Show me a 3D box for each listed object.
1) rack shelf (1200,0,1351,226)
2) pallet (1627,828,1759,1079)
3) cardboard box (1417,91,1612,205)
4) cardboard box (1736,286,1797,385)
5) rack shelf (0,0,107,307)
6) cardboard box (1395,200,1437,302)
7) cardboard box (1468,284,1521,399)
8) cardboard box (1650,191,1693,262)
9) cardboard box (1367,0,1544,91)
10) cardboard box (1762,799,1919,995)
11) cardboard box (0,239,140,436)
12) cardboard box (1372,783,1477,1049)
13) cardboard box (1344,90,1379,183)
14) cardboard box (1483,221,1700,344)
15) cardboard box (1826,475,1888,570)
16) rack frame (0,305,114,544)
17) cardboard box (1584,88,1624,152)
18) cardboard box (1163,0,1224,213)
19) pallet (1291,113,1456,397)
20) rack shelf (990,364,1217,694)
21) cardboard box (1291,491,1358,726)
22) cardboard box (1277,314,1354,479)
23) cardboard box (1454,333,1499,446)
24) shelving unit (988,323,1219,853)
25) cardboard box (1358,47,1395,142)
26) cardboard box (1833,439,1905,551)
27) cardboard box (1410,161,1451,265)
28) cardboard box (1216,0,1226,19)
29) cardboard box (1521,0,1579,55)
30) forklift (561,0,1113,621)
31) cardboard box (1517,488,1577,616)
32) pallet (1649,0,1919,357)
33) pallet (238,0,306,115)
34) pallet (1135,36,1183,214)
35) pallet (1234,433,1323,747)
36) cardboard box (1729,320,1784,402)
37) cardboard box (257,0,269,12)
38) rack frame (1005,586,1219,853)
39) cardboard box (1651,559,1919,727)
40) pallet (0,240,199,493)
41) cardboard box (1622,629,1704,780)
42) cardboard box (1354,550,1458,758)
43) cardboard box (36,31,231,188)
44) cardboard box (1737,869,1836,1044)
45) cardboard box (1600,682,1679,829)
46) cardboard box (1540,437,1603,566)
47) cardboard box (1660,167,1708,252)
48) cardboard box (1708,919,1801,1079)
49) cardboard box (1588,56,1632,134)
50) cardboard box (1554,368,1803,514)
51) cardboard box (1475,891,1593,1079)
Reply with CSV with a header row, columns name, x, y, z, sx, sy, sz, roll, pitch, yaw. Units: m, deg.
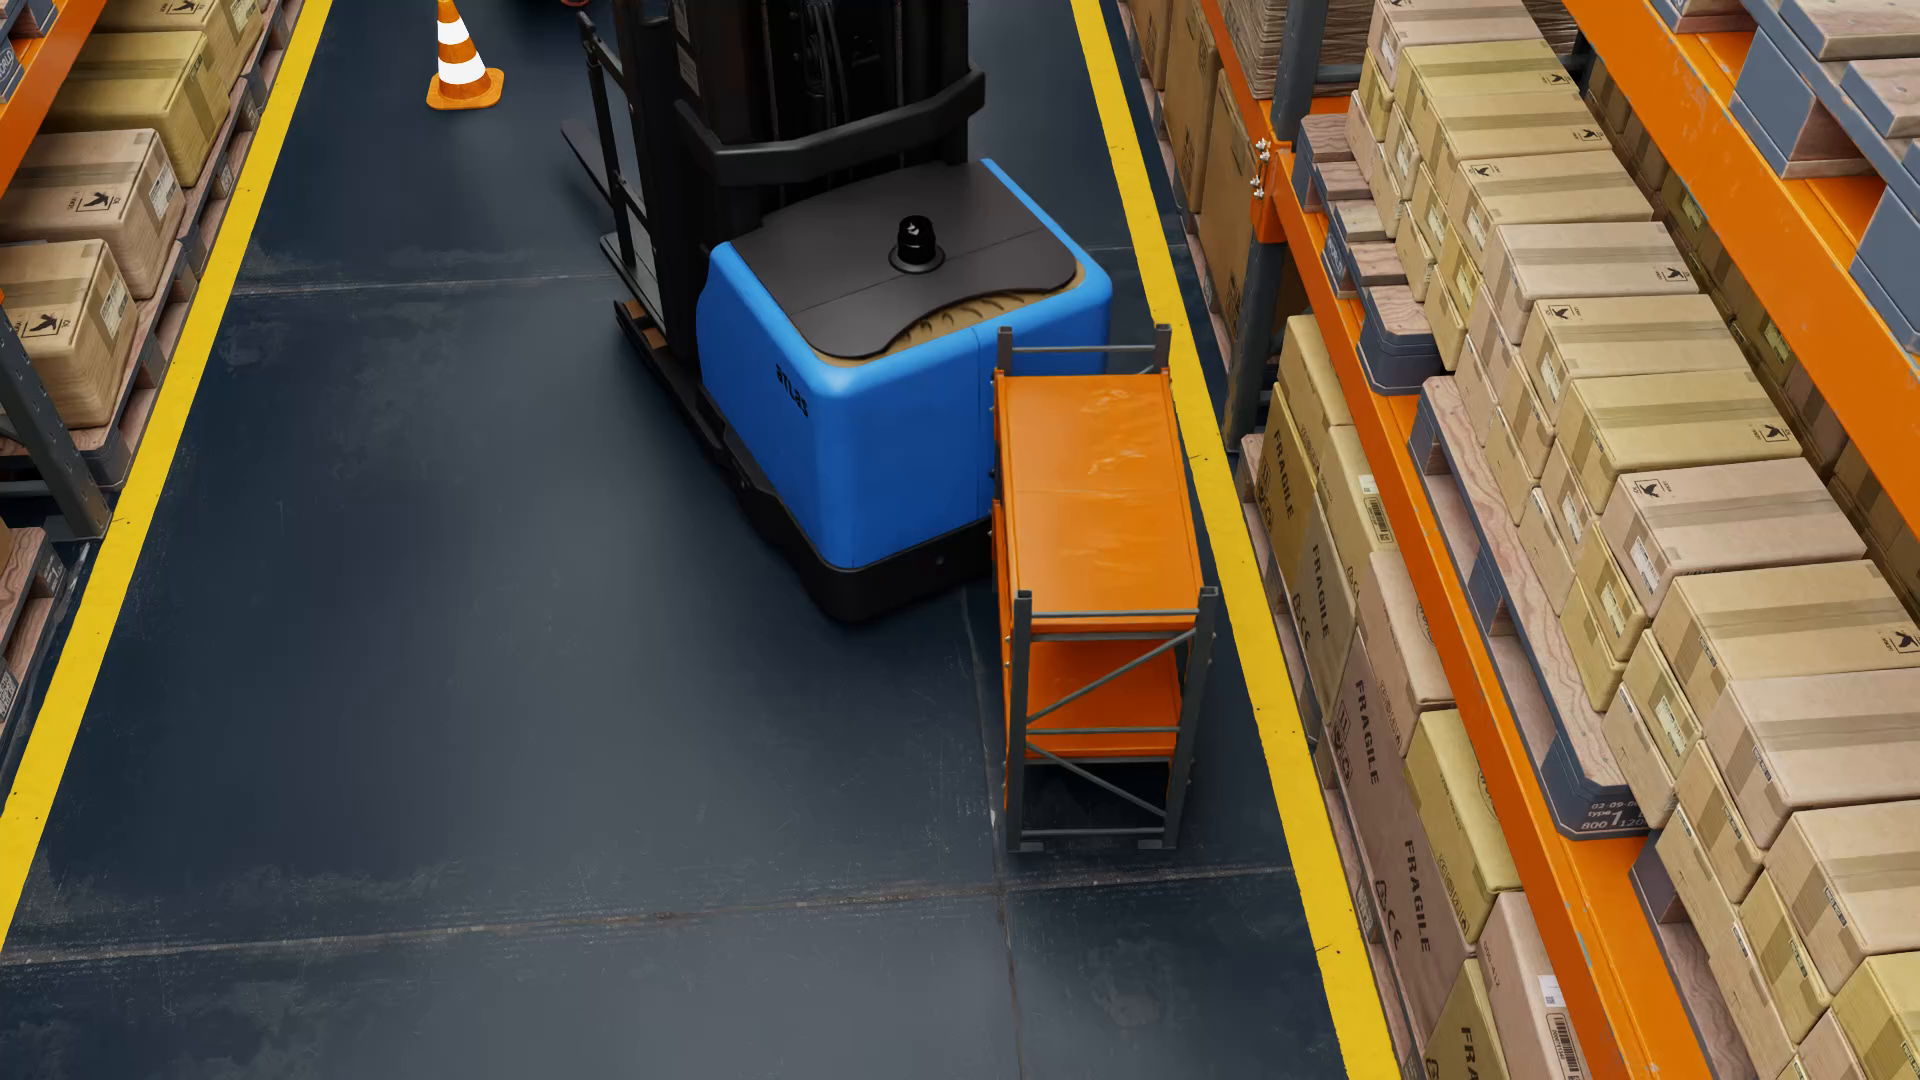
name,x,y,z,sx,sy,sz,roll,pitch,yaw
rack shelf,1.296,-2.616,6.657,1.077,0.370,4.000,-3,47,-3
pallet,1.880,0.982,2.886,1.003,0.211,1.213,-3,47,-3
cardboard box,1.351,-0.961,4.068,0.380,0.149,0.250,-4,47,-4
cardboard box,2.046,-0.502,3.839,0.380,0.149,0.250,-4,47,-4
rack shelf,-3.628,-2.242,6.303,1.077,0.370,4.000,-3,47,-3
cardboard box,1.345,-0.749,4.277,0.380,0.149,0.250,-1,47,-1
cardboard box,1.396,-0.463,3.801,0.380,0.149,0.250,-3,47,-3
cardboard box,2.004,-0.779,4.306,0.380,0.149,0.250,-3,47,-3
cardboard box,1.310,-1.330,4.417,0.380,0.149,0.250,-3,47,-3
cardboard box,1.527,0.555,2.632,0.380,0.149,0.250,-5,47,-5
cardboard box,-3.498,-0.693,5.861,0.950,0.372,0.625,-6,47,-6
cardboard box,1.404,0.930,4.236,0.500,0.500,0.500,-4,47,-4
cardboard box,1.300,-1.138,4.646,0.380,0.149,0.250,-4,47,-4
cardboard box,1.397,-0.573,3.701,0.380,0.149,0.250,-2,47,-1
cardboard box,2.091,-0.020,3.587,0.380,0.149,0.250,-5,47,-5
rack frame,-3.461,-1.042,4.671,1.000,3.000,0.127,-3,47,-3
cardboard box,1.963,-1.145,4.653,0.380,0.149,0.250,-3,47,-3
cardboard box,1.426,-1.865,6.711,1.050,0.750,0.750,-3,47,-3
pallet,1.629,-0.841,4.613,1.213,0.211,1.003,-3,47,-3
rack shelf,0.371,-0.054,4.623,0.538,0.278,1.000,-1,47,-1
cardboard box,1.314,0.190,4.937,0.500,0.500,0.500,-3,47,-3
cardboard box,1.280,-0.445,5.022,0.500,0.250,0.500,-5,47,-5
cardboard box,1.394,-0.361,3.910,0.380,0.149,0.250,-2,47,-2
shelving unit,0.371,0.147,4.836,0.538,1.125,1.048,-1,47,-1
cardboard box,1.304,-1.215,4.513,0.380,0.149,0.250,-2,47,-2
cardboard box,2.091,-0.127,3.483,0.380,0.149,0.250,-4,47,-4
cardboard box,1.354,-0.826,4.145,0.380,0.149,0.250,-5,47,-5
cardboard box,1.118,-2.121,5.624,0.500,0.500,0.500,-3,47,-3
cardboard box,1.695,-1.792,5.312,0.500,0.500,0.500,-3,47,-3
forklift,-0.679,-1.810,5.445,1.130,2.935,3.031,-22,50,-20
cardboard box,1.433,0.009,3.559,0.380,0.149,0.250,-5,47,-5
pallet,1.763,-0.692,2.403,1.213,0.211,1.003,-3,47,-3
pallet,-3.729,-2.414,7.891,1.003,0.211,1.213,-3,47,-3
pallet,1.374,-1.913,7.416,1.003,0.211,1.213,-3,47,-3
pallet,1.528,0.108,5.502,1.003,0.211,1.213,-3,47,-3
cardboard box,2.045,-0.404,3.951,0.380,0.149,0.250,-5,47,-5
cardboard box,-3.749,-2.798,7.854,0.950,0.372,0.625,-3,47,-3
rack frame,0.384,0.516,4.487,0.500,1.125,0.032,-1,47,-1
cardboard box,1.488,0.187,2.981,0.380,0.149,0.250,-5,47,-5
pallet,-3.524,-0.649,6.219,1.003,0.211,1.213,-3,47,-3
cardboard box,1.480,0.285,3.093,0.380,0.149,0.250,-6,47,-5
cardboard box,1.351,0.280,4.334,0.500,0.250,0.500,-3,47,-3
cardboard box,-3.626,-1.775,6.886,0.950,0.372,0.625,-2,47,-2
cardboard box,1.527,0.671,2.727,0.380,0.149,0.250,-2,47,-2
cardboard box,1.477,0.394,3.195,0.380,0.149,0.250,-5,47,-5
cardboard box,1.440,-0.088,3.446,0.380,0.149,0.250,-2,47,-2
cardboard box,2.007,-0.864,4.181,0.380,0.149,0.250,-2,47,-2
cardboard box,1.527,0.776,2.833,0.380,0.149,0.250,-4,47,-3
cardboard box,1.959,-1.247,4.544,0.380,0.149,0.250,-3,47,-2
cardboard box,1.438,-0.201,3.349,0.380,0.149,0.250,-4,47,-4
cardboard box,1.454,1.039,3.616,0.500,0.250,0.500,-1,47,-1
